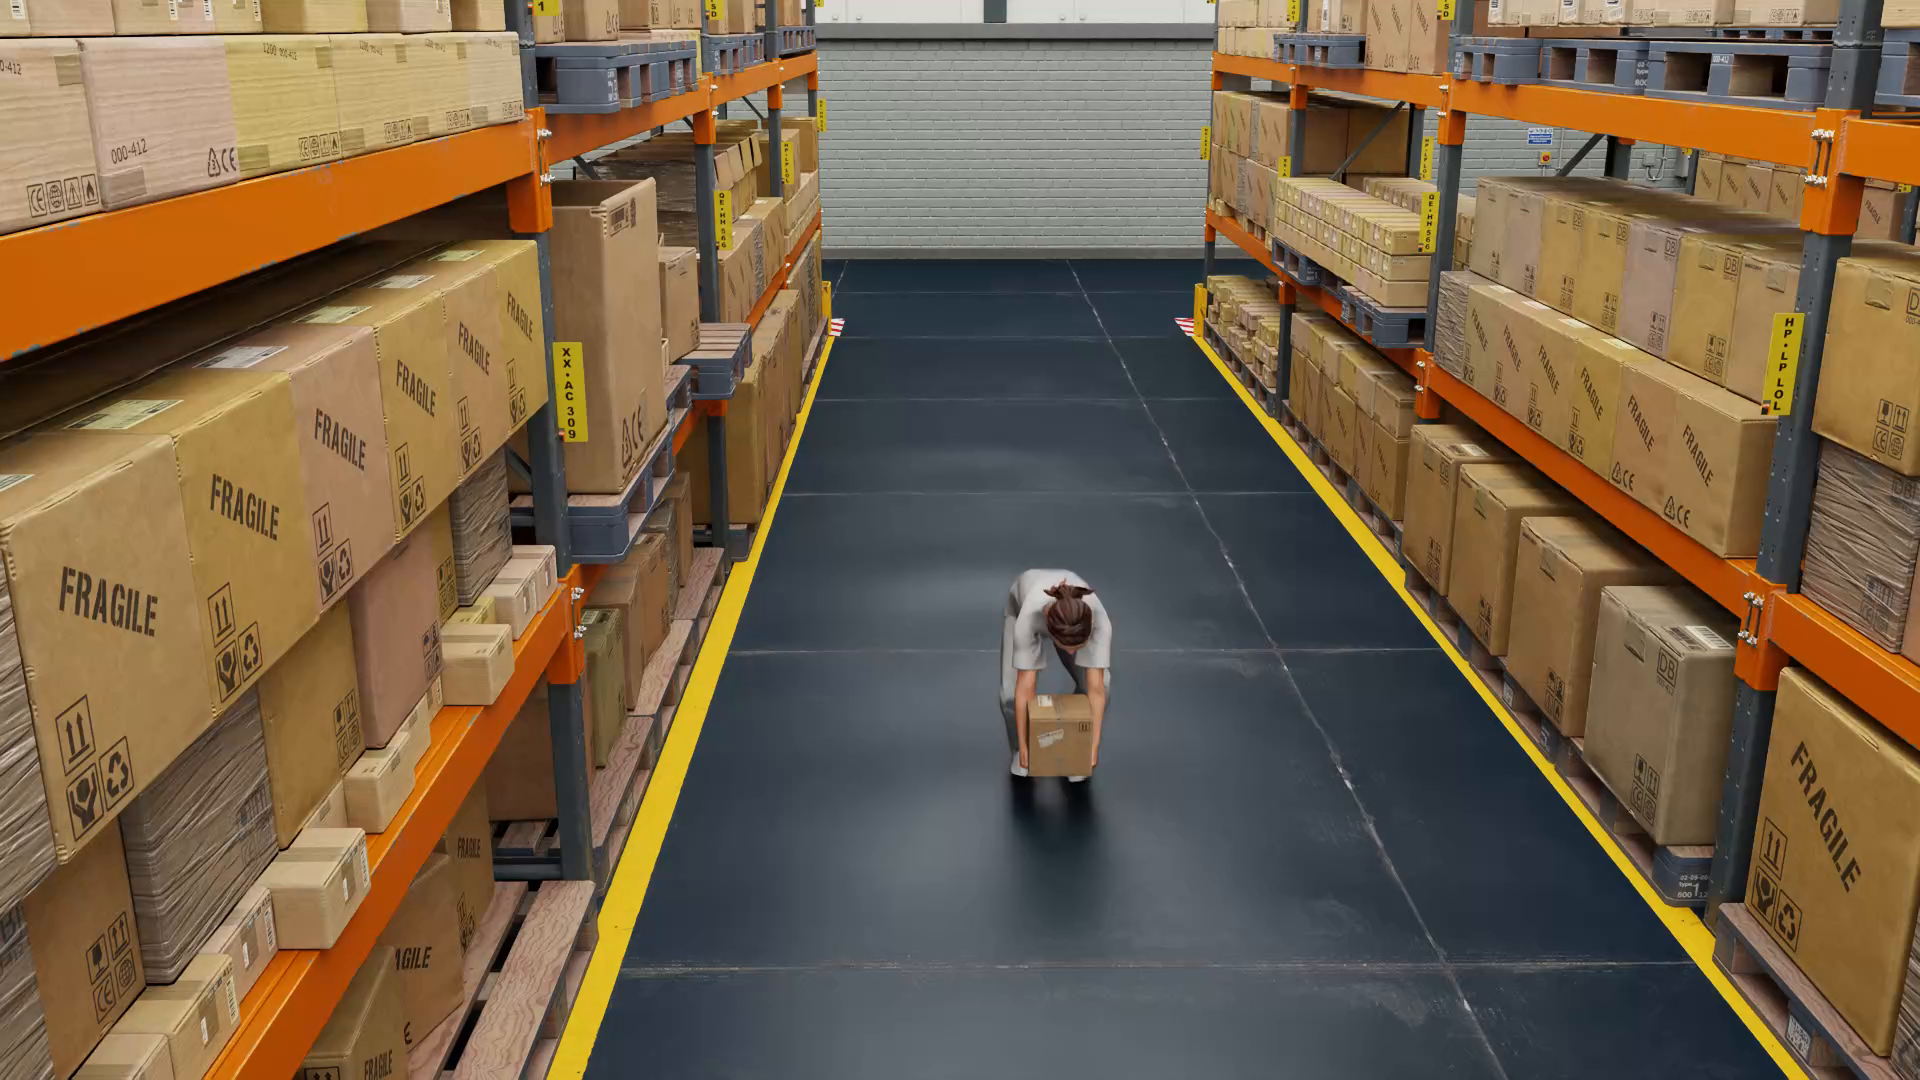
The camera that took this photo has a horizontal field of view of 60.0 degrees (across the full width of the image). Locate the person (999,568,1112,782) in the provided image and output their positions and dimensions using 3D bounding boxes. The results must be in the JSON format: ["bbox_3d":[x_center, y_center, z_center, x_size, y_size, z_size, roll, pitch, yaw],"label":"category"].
[{"bbox_3d":[0.394,0.577,6.929,0.463,0.941,0.862,-1,17,-3],"label":"person"}]
